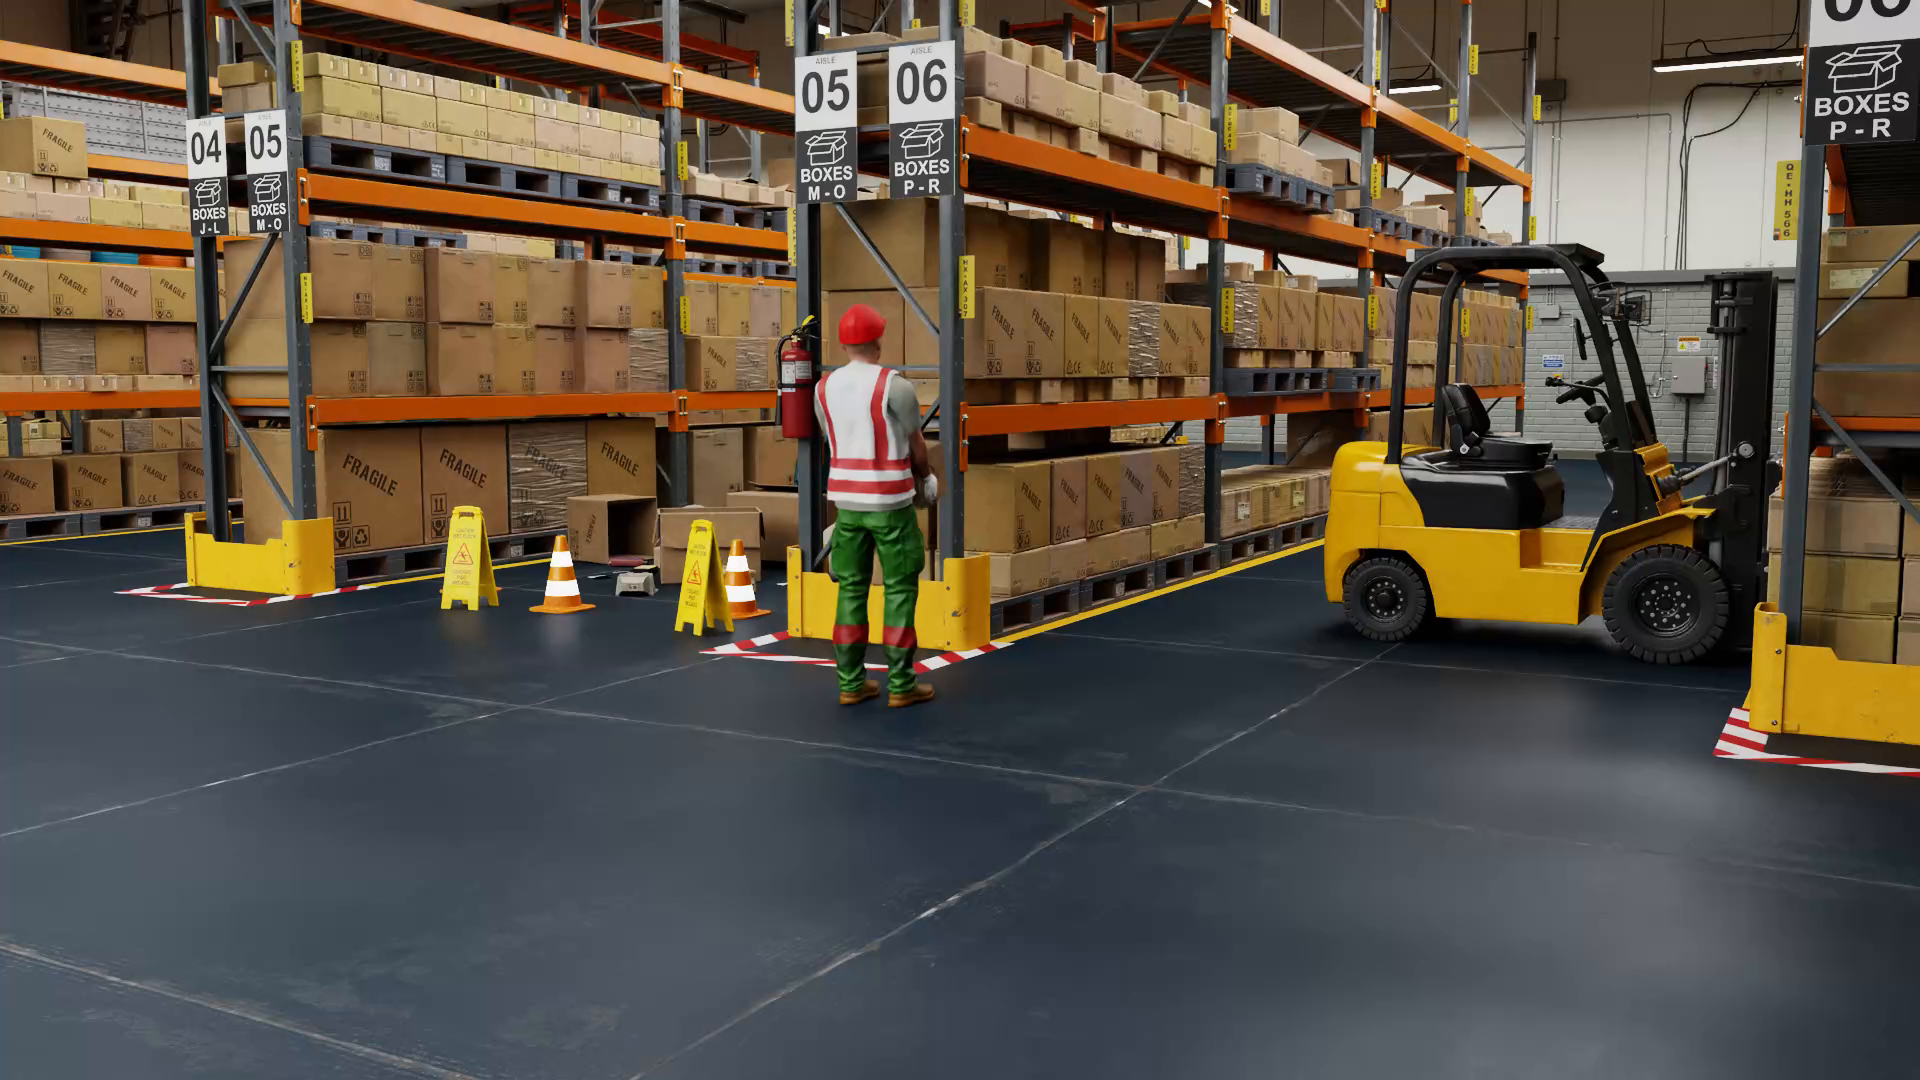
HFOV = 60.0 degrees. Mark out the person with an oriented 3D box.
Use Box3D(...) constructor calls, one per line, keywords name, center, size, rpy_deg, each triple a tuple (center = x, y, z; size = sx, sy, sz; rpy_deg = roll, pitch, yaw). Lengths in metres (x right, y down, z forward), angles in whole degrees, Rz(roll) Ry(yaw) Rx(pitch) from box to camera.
Box3D(name="person", center=(-0.362, -0.162, 7.536), size=(0.506, 1.789, 0.556), rpy_deg=(3, 6, 25))
